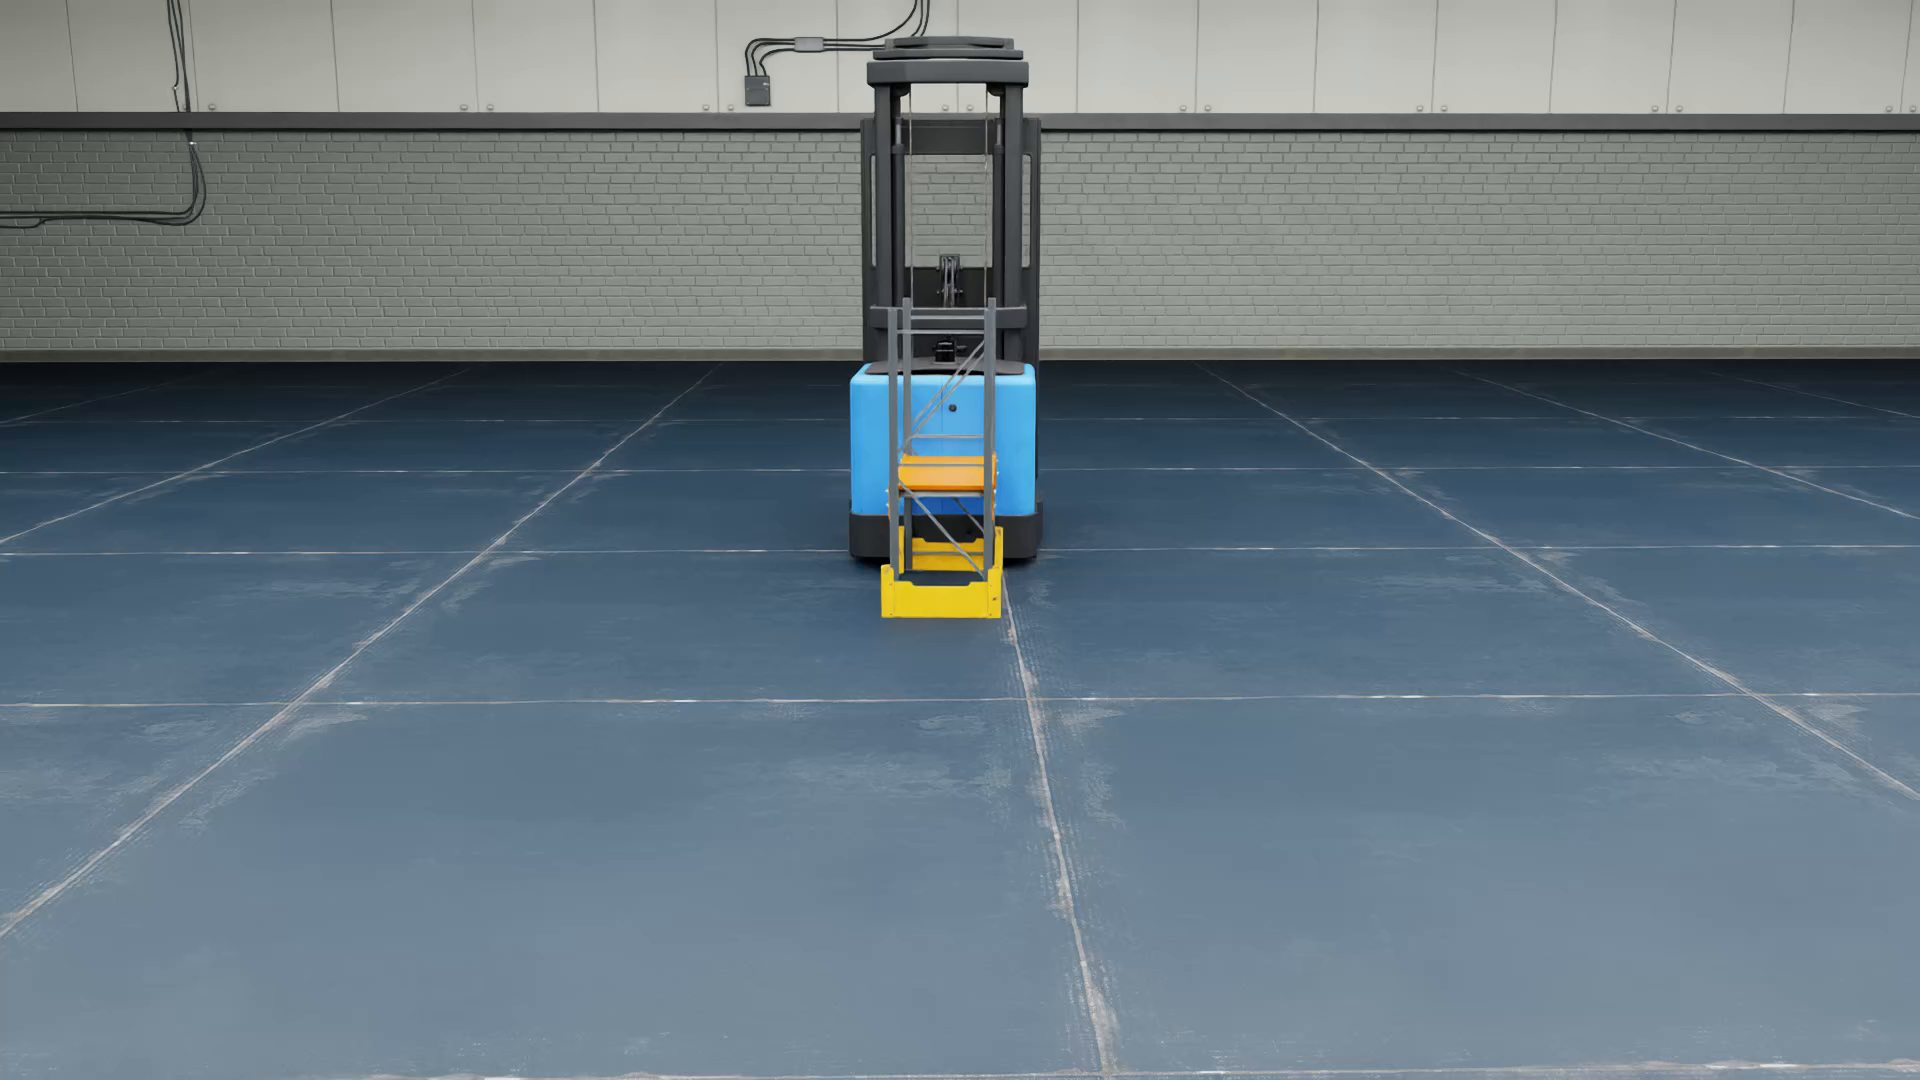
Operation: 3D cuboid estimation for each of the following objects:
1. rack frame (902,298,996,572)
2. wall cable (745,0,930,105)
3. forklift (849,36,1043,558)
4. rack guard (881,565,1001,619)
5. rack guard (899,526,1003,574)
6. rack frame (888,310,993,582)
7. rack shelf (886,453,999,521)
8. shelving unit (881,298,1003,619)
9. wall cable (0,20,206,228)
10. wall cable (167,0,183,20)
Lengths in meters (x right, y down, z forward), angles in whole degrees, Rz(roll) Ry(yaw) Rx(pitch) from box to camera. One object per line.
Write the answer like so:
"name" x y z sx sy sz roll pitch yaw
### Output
"rack frame" -0.058 -0.560 9.047 0.500 1.500 0.032 0 11 2
"wall cable" -1.527 -8.384 20.201 2.305 6.003 0.169 0 11 -1
"forklift" -0.046 -1.569 10.419 1.130 2.935 3.031 0 11 2
"rack guard" -0.093 0.254 8.177 0.587 0.250 0.087 0 11 2
"rack guard" -0.058 0.056 9.152 0.587 0.250 0.087 0 11 2
"rack frame" -0.093 -0.358 8.051 0.500 1.500 0.032 0 11 2
"rack shelf" -0.075 -0.283 8.585 0.538 0.185 1.000 0 11 2
"shelving unit" -0.075 -0.457 8.540 0.587 1.500 1.083 0 11 2
"wall cable" -11.018 -5.160 20.671 3.097 2.526 0.112 0 11 -1
"wall cable" -8.314 -7.646 20.224 3.097 2.526 0.112 0 11 -1
